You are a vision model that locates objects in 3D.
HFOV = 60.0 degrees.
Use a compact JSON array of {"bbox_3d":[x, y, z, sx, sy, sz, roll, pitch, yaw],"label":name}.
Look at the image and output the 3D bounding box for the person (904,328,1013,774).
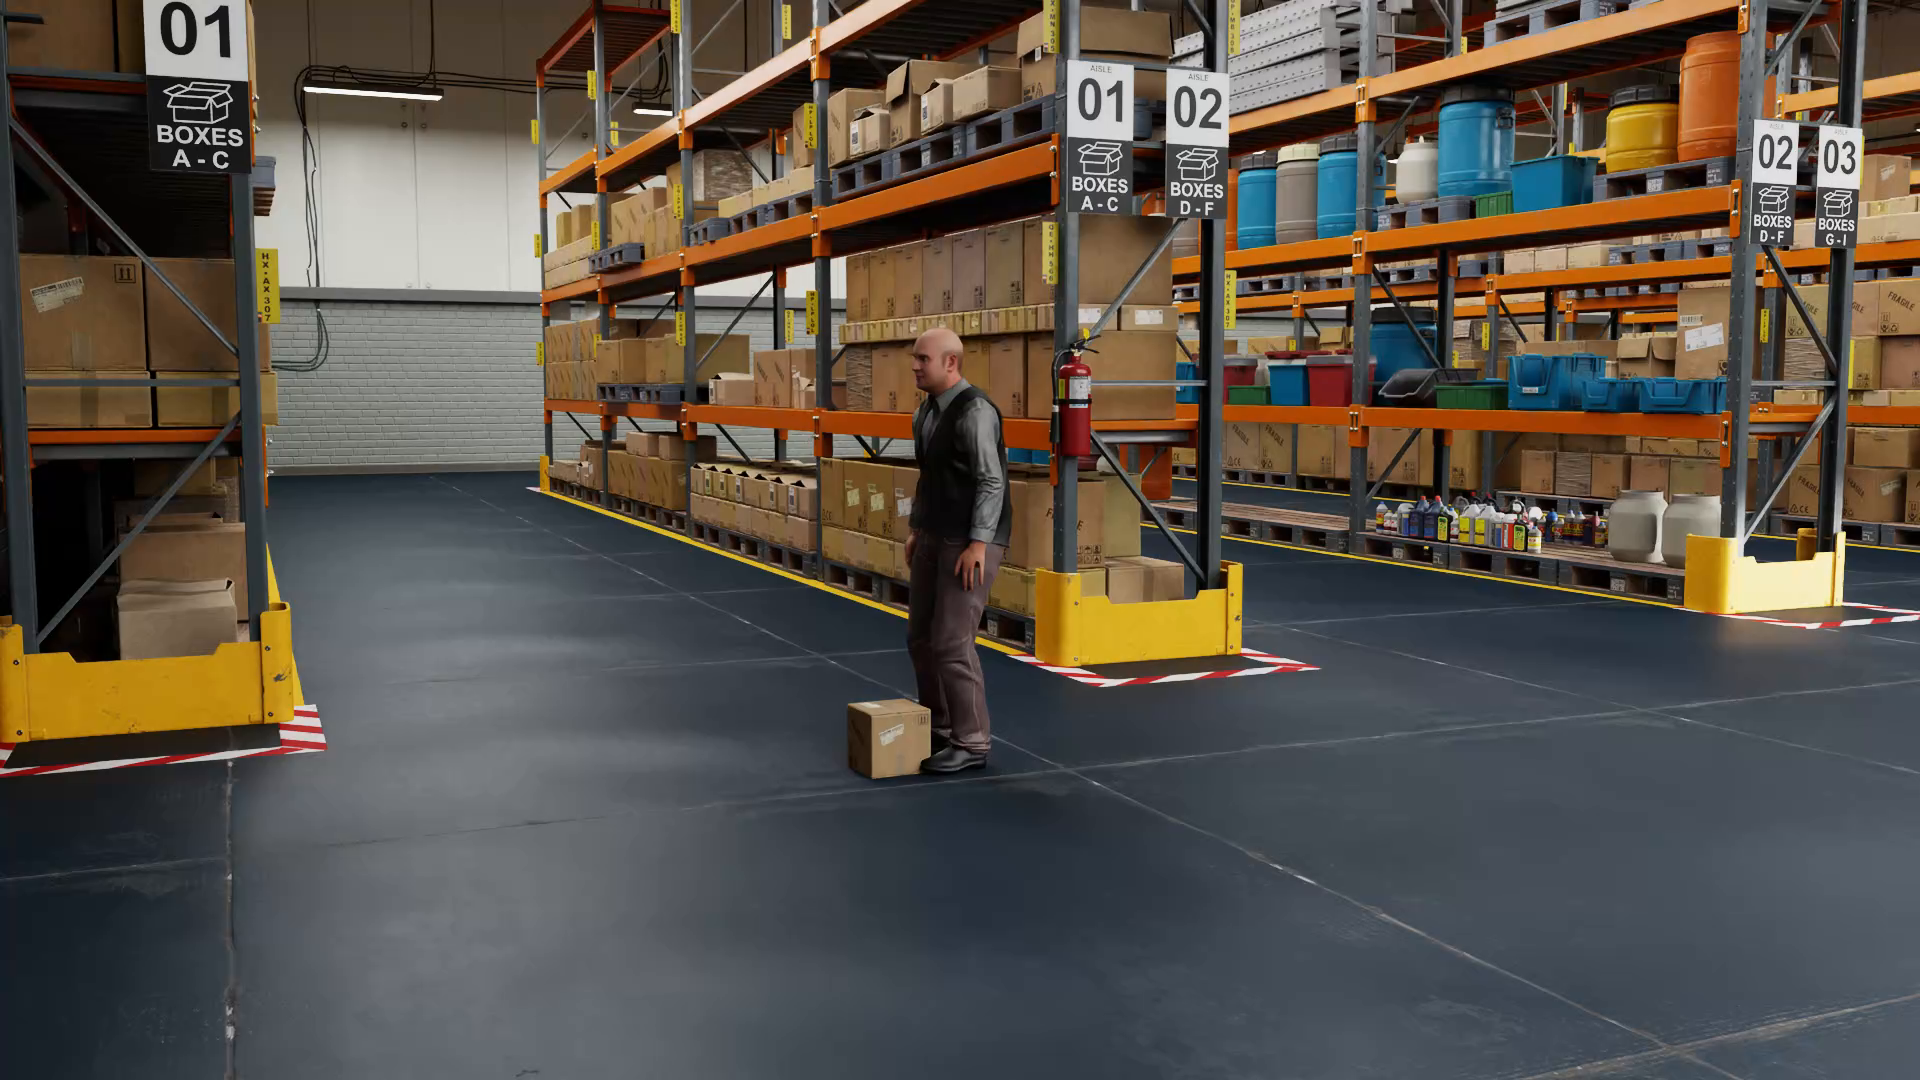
[{"bbox_3d":[-0.023,0.031,6.551,0.423,1.720,0.586,-3,6,-27],"label":"person"}]
